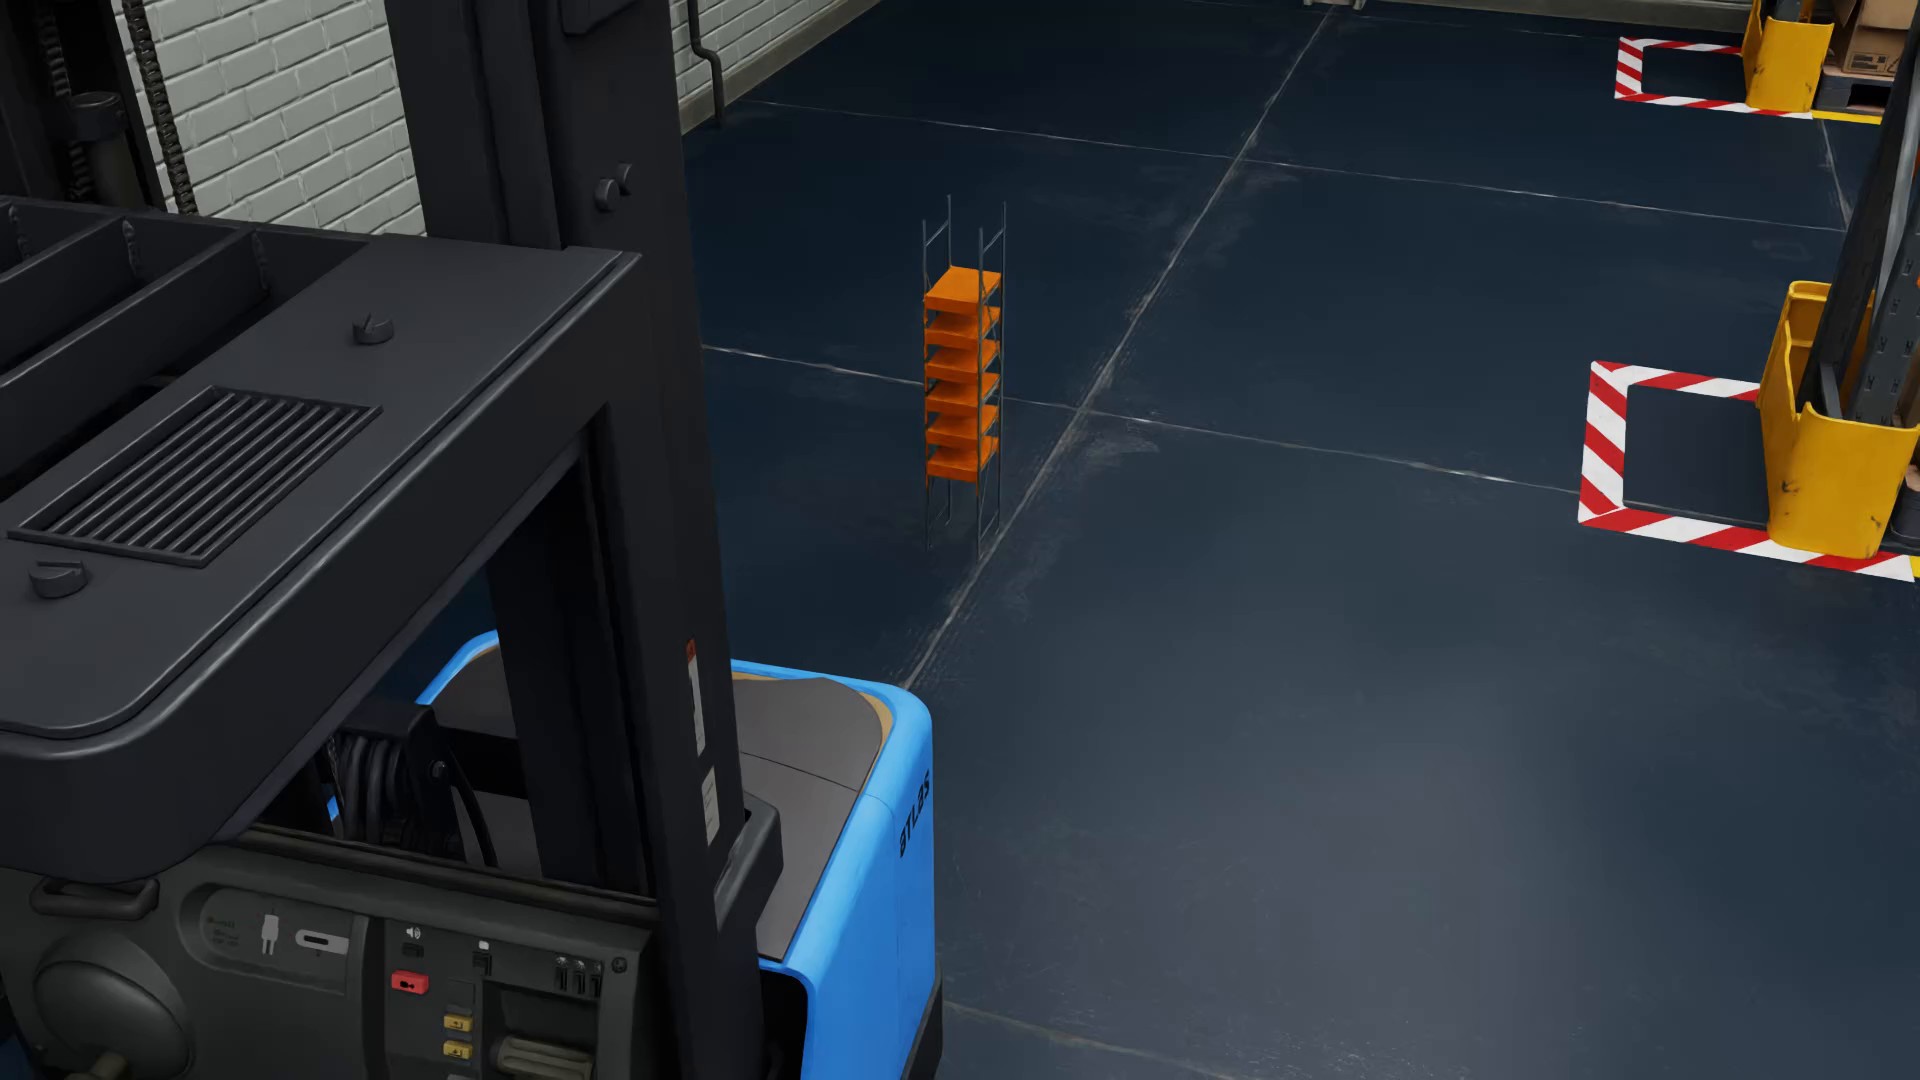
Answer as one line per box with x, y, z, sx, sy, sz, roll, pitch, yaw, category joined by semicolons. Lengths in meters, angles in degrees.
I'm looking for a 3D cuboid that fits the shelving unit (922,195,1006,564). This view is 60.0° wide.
0.014;-0.501;5.420;0.189;1.200;0.258;11;34;16;shelving unit

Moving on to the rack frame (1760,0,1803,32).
4.838;-4.043;9.247;0.127;3.000;1.000;11;34;16;rack frame

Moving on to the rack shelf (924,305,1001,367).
0.014;-0.666;5.314;0.180;0.103;0.258;11;34;16;rack shelf

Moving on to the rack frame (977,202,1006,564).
0.100;-0.485;5.395;0.006;1.200;0.240;11;34;16;rack frame

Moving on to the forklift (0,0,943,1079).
-0.902;0.676;2.001;1.130;2.935;3.031;8;34;12;forklift

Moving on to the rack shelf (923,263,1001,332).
0.014;-0.767;5.249;0.180;0.103;0.258;11;34;16;rack shelf

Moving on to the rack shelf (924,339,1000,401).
0.014;-0.565;5.379;0.180;0.103;0.258;11;34;16;rack shelf

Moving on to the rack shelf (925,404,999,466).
0.014;-0.363;5.510;0.180;0.103;0.258;11;34;16;rack shelf

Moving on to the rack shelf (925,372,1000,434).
0.014;-0.464;5.445;0.180;0.103;0.258;11;34;16;rack shelf

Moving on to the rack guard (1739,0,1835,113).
4.910;-2.979;9.903;0.348;0.500;1.175;11;34;16;rack guard

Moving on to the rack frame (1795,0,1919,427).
3.167;-1.508;5.320;0.127;3.000;1.000;11;34;16;rack frame

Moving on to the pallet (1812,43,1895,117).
5.661;-2.712;9.757;1.213;0.211;1.003;11;34;16;pallet

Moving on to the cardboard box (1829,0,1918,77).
5.382;-3.011;9.562;0.637;0.503;0.797;10;34;15;cardboard box

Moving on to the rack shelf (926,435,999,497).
0.014;-0.262;5.575;0.180;0.103;0.258;11;34;16;rack shelf

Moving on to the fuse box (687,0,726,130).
-1.303;-3.033;8.870;0.414;1.711;0.539;11;34;16;fuse box

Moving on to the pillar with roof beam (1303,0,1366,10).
1.152;-5.319;5.692;0.400;9.000;9.100;11;34;16;pillar with roof beam

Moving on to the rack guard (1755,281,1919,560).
3.145;-0.462;6.005;0.348;0.500;1.175;11;34;16;rack guard

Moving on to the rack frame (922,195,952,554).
-0.073;-0.518;5.446;0.006;1.200;0.240;11;34;16;rack frame

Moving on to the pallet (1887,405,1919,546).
3.946;-0.230;5.912;1.213;0.211;1.003;11;34;16;pallet

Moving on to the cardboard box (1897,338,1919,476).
3.822;-0.538;5.793;0.875;0.438;0.875;10;34;15;cardboard box

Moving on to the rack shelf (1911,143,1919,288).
5.050;-0.840;4.949;4.000;0.370;1.077;11;34;16;rack shelf
